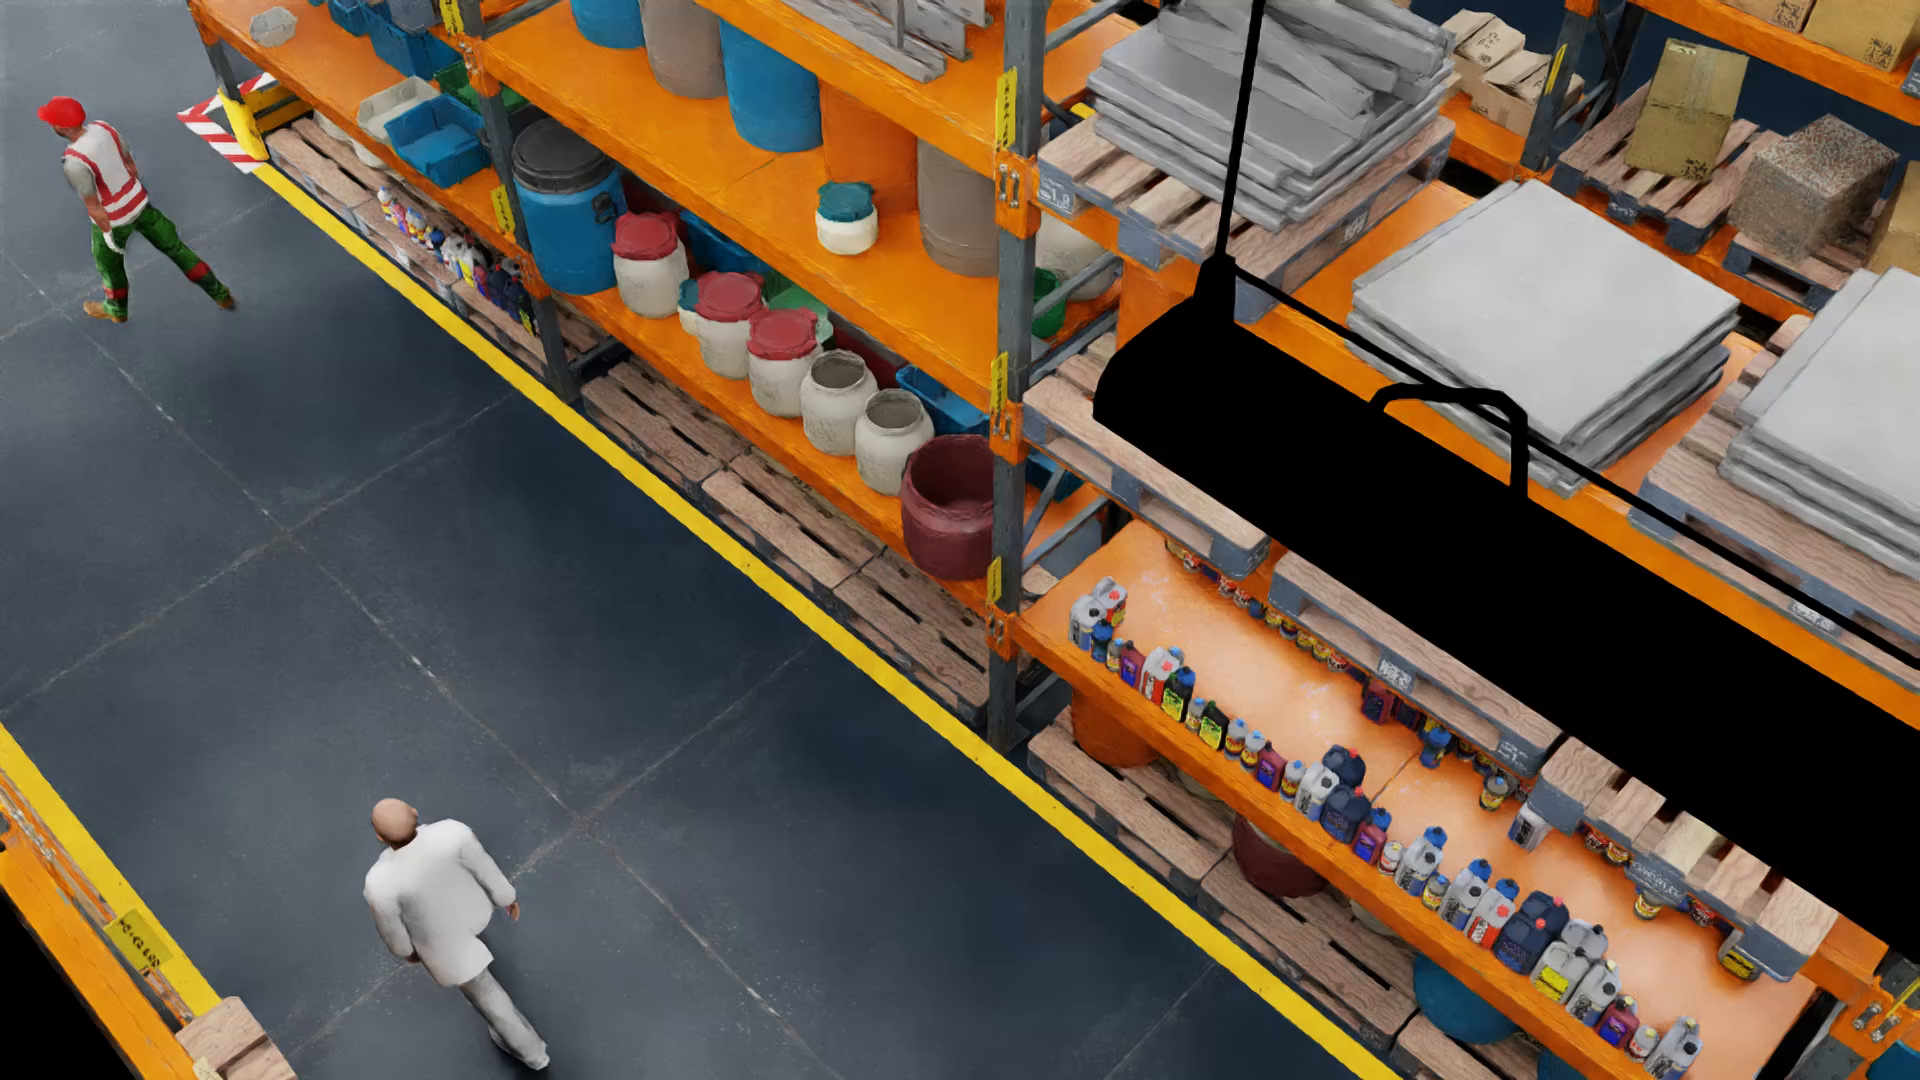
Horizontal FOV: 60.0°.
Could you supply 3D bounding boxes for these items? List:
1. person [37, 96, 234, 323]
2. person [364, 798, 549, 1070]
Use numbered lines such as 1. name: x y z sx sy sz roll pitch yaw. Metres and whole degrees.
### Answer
1. person: -5.610 -2.204 11.095 0.948 1.761 0.581 14 52 12
2. person: -2.444 1.734 7.822 1.173 1.678 0.588 34 58 25
